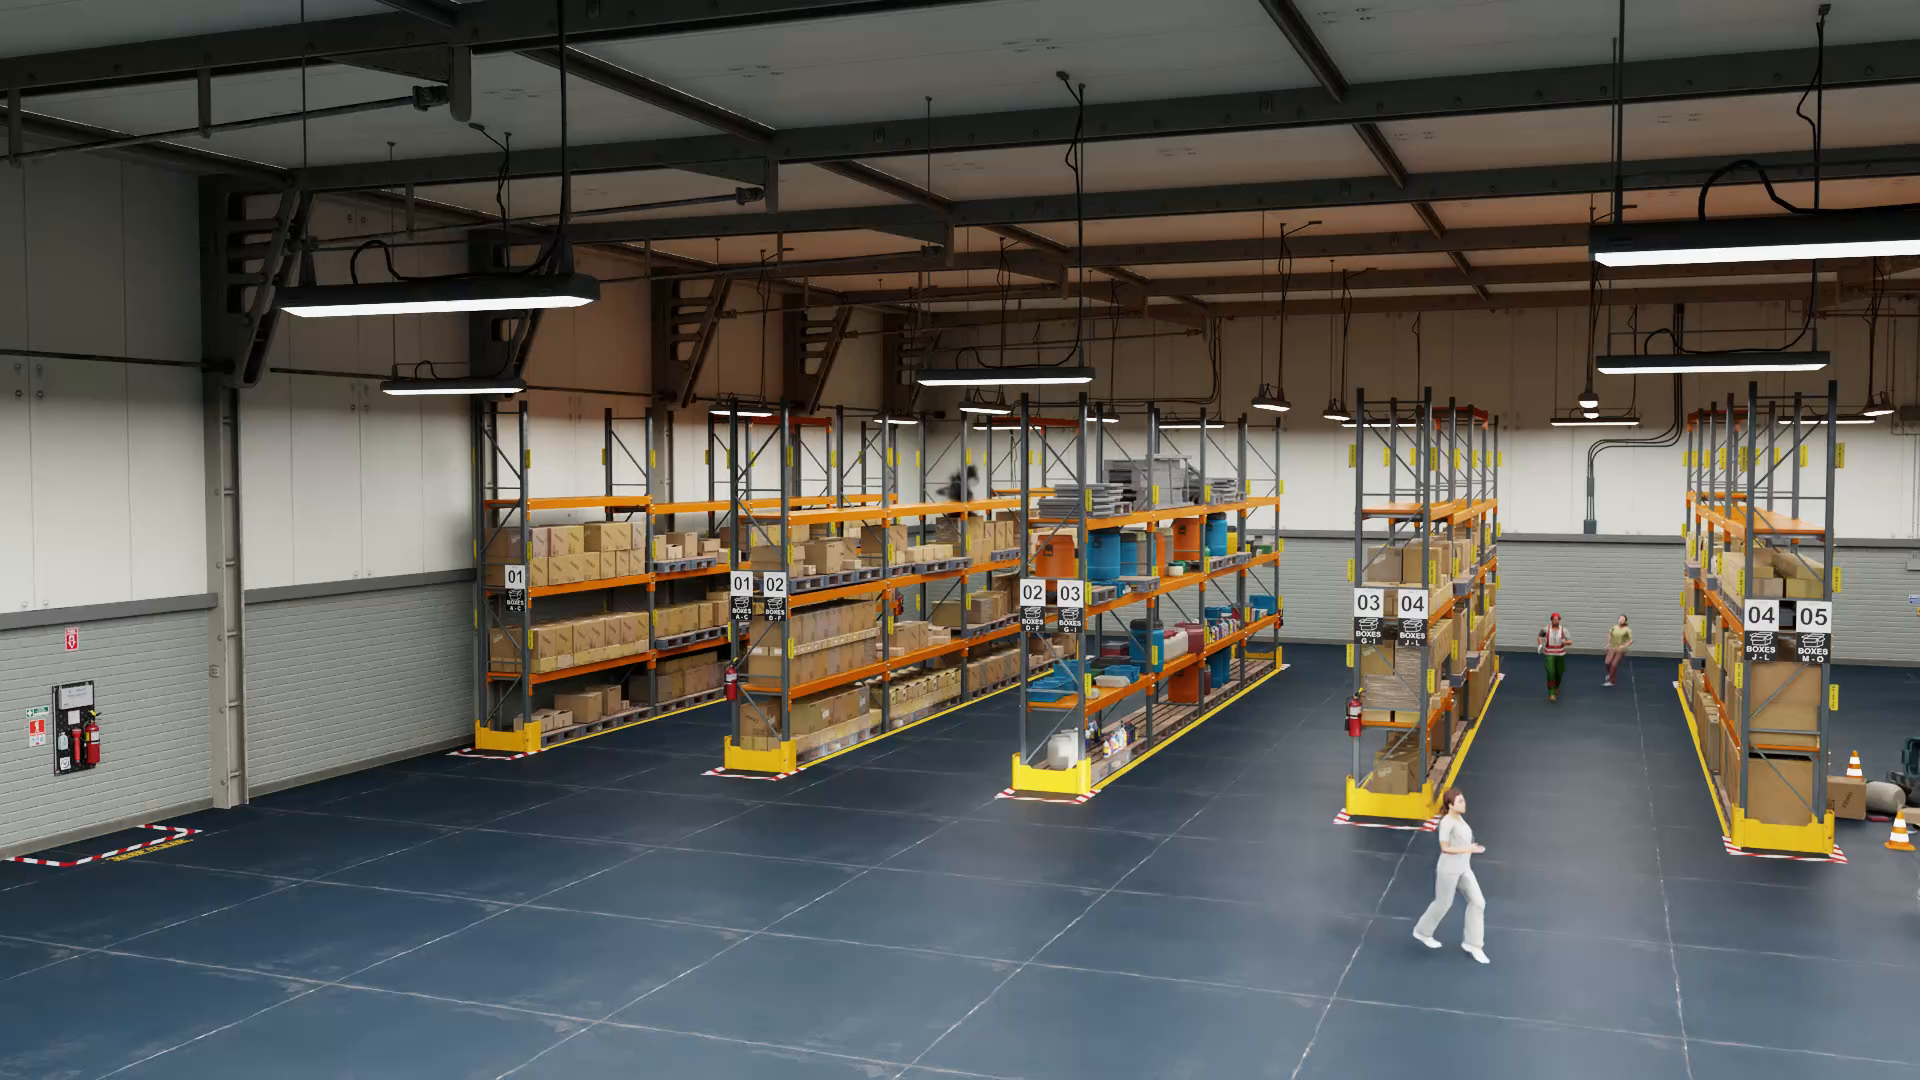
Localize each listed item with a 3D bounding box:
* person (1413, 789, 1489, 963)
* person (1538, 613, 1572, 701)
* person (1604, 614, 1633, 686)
[{"bbox_3d":[4.924,3.355,16.707,0.551,1.723,0.784,-3,4,-45],"label":"person"},{"bbox_3d":[12.327,2.398,34.474,0.652,1.786,0.982,1,3,14],"label":"person"},{"bbox_3d":[14.417,2.434,36.458,0.602,1.587,0.524,3,4,42],"label":"person"}]
